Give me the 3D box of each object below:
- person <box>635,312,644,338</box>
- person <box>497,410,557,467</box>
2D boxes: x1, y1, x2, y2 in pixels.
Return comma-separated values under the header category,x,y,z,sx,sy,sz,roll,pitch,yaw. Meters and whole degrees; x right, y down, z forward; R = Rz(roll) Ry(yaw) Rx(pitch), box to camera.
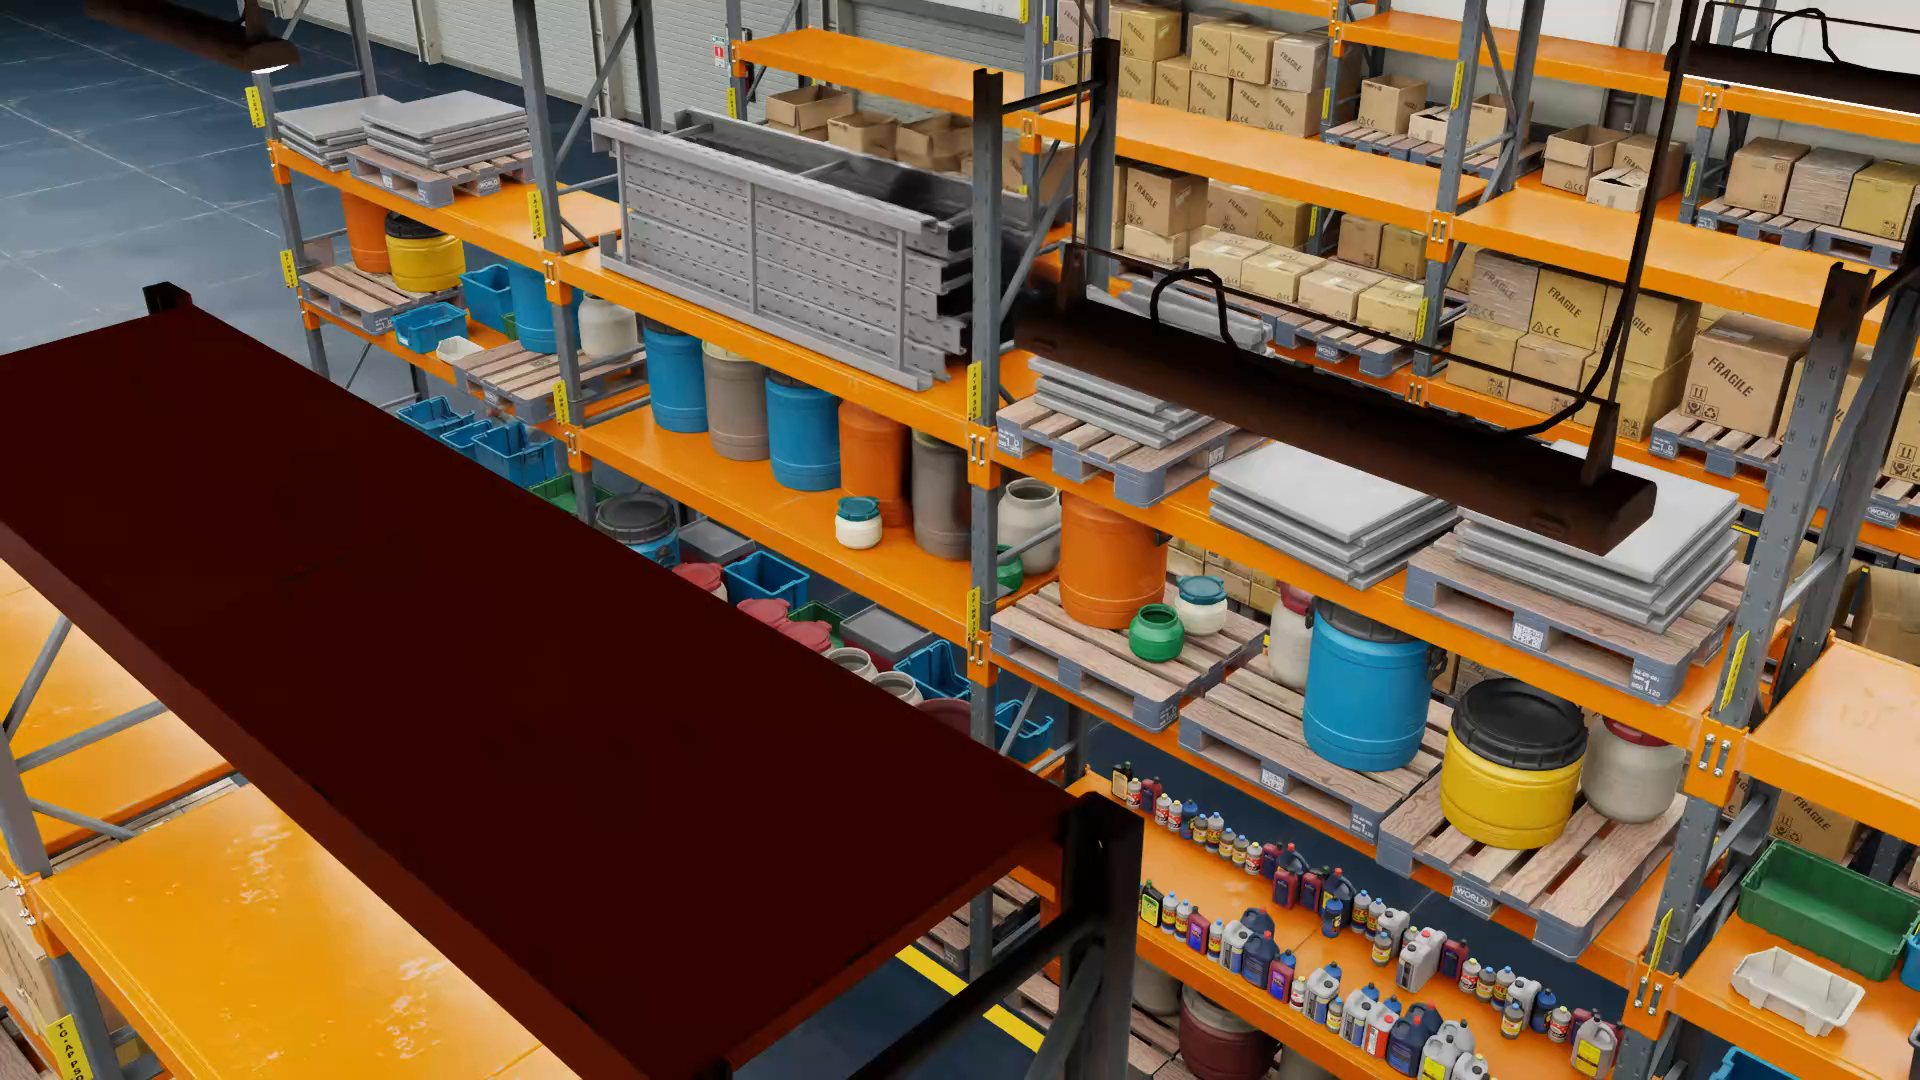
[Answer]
category,x,y,z,sx,sy,sz,roll,pitch,yaw
person,-3.837,-2.734,19.475,0.737,1.324,0.539,-7,30,-12
person,-4.406,-1.109,16.718,0.398,1.471,0.610,12,32,20
